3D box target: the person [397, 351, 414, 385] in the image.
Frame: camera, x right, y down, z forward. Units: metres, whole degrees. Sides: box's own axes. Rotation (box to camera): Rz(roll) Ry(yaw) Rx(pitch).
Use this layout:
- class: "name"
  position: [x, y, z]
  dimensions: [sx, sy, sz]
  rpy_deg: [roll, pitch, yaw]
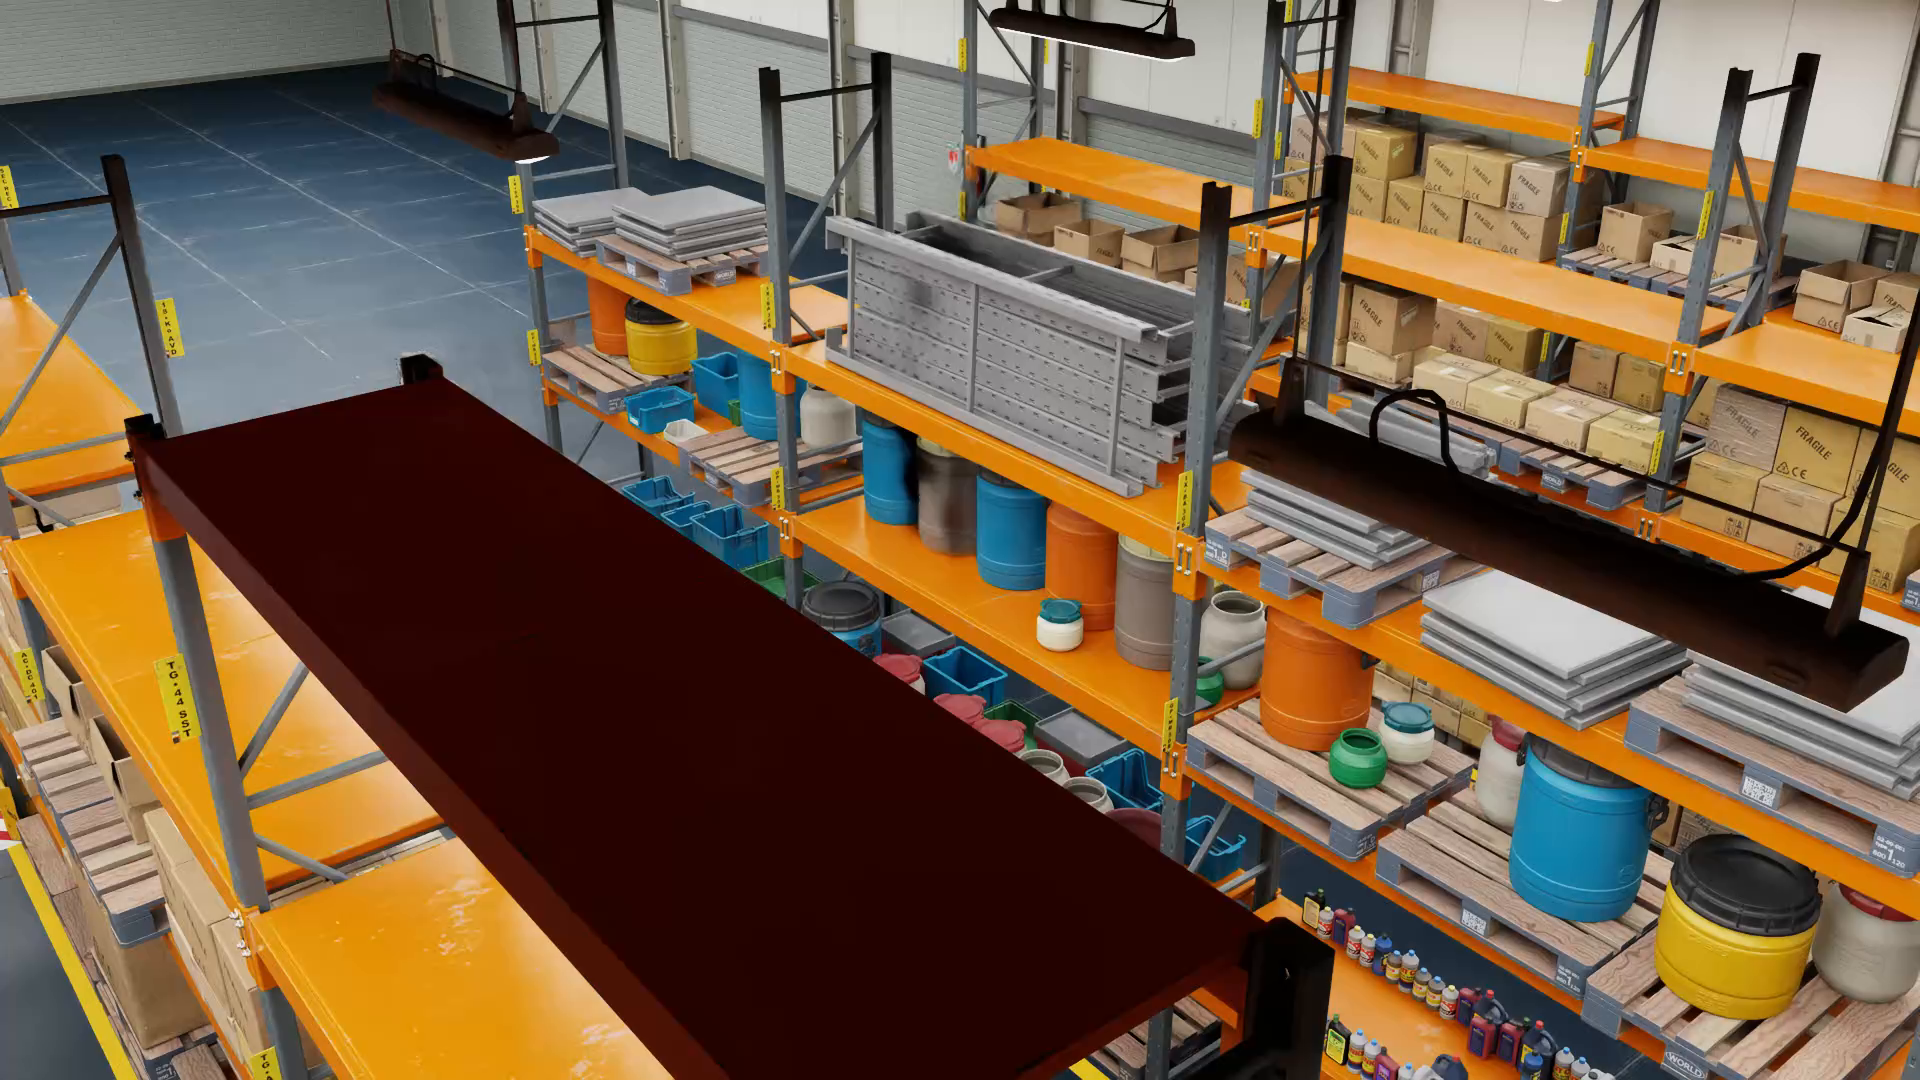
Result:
- class: "person"
  position: [-6.197, -1.335, 19.056]
  dimensions: [0.598, 1.745, 0.672]
  rpy_deg: [-7, 27, -13]
